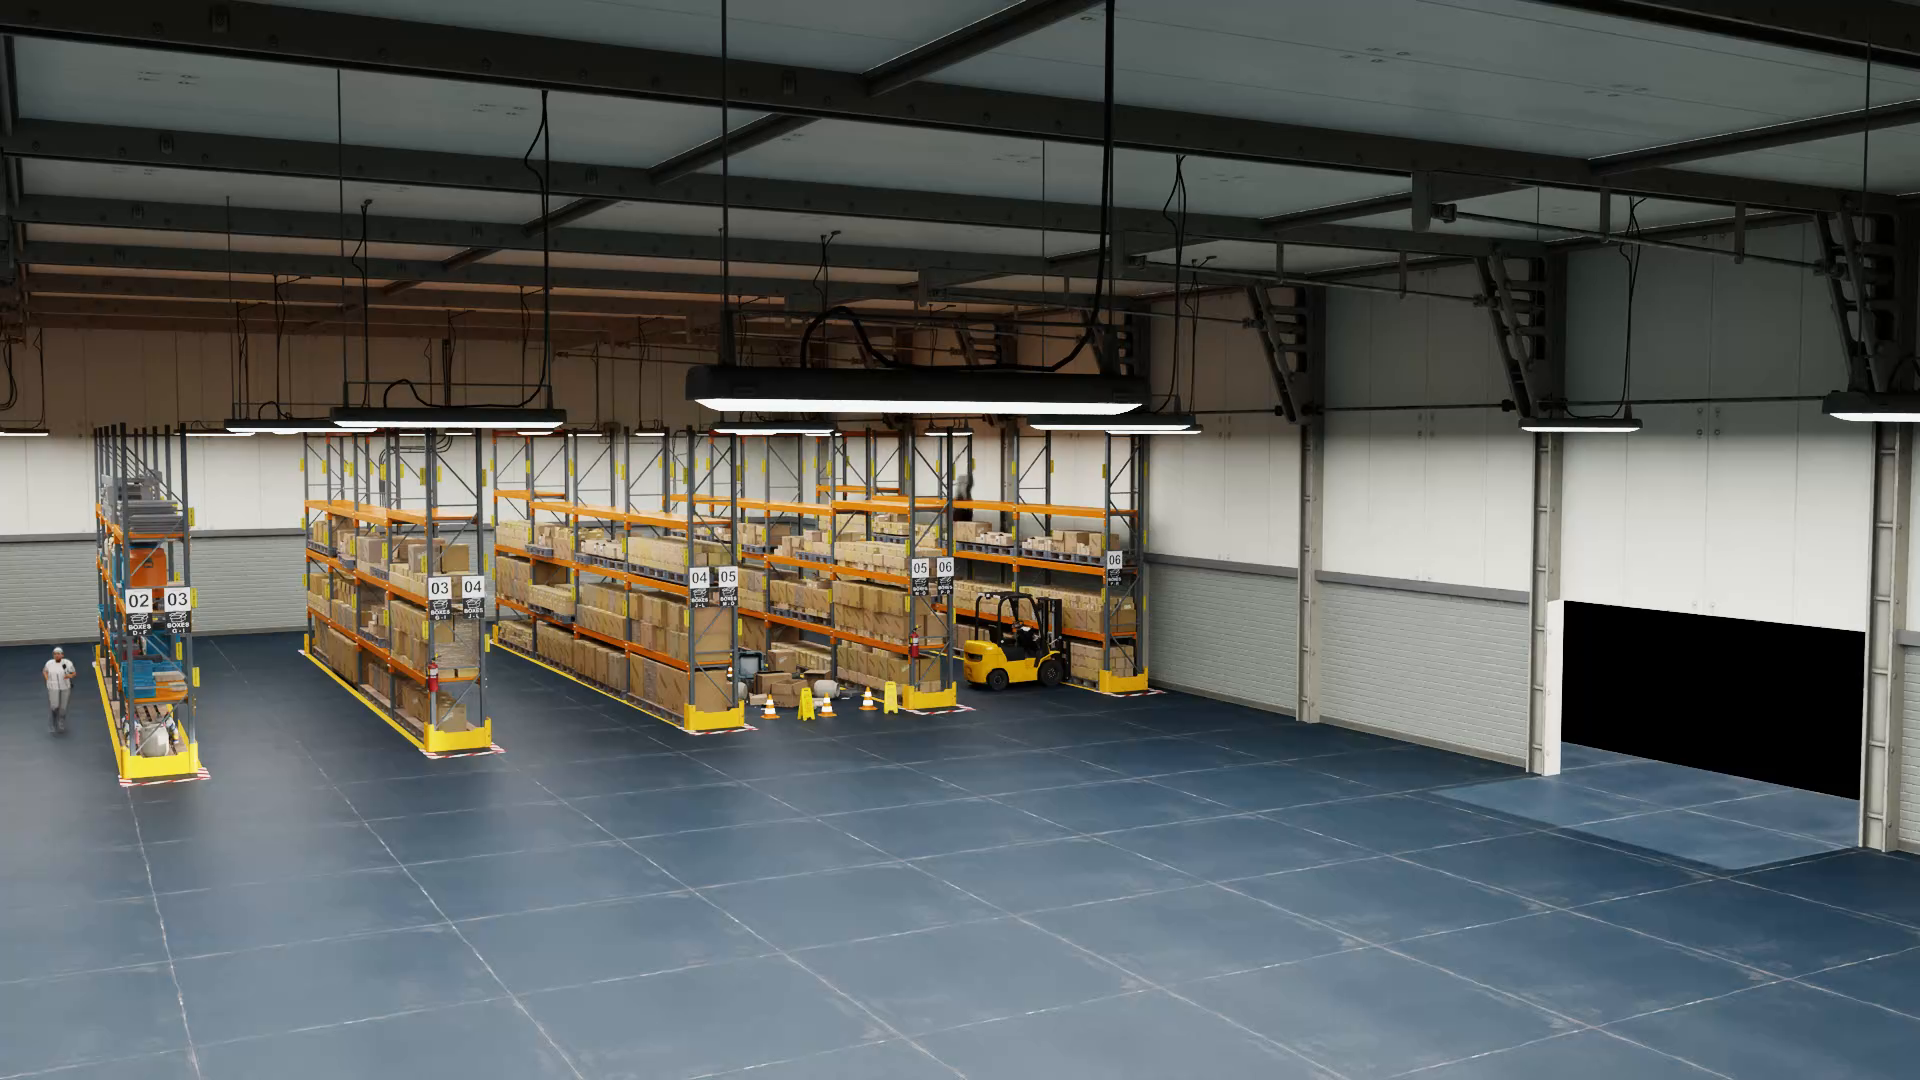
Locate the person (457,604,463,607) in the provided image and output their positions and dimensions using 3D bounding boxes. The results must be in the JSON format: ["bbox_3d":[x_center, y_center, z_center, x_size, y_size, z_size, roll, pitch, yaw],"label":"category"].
[{"bbox_3d":[-13.551,2.206,45.016,0.542,1.609,0.613,-1,4,-19],"label":"person"}]

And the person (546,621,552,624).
[{"bbox_3d":[-11.782,1.950,48.139,0.597,1.759,0.737,3,4,36],"label":"person"}]

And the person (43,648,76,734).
[{"bbox_3d":[-17.574,2.946,32.480,0.575,1.696,0.668,-2,4,-28],"label":"person"}]
